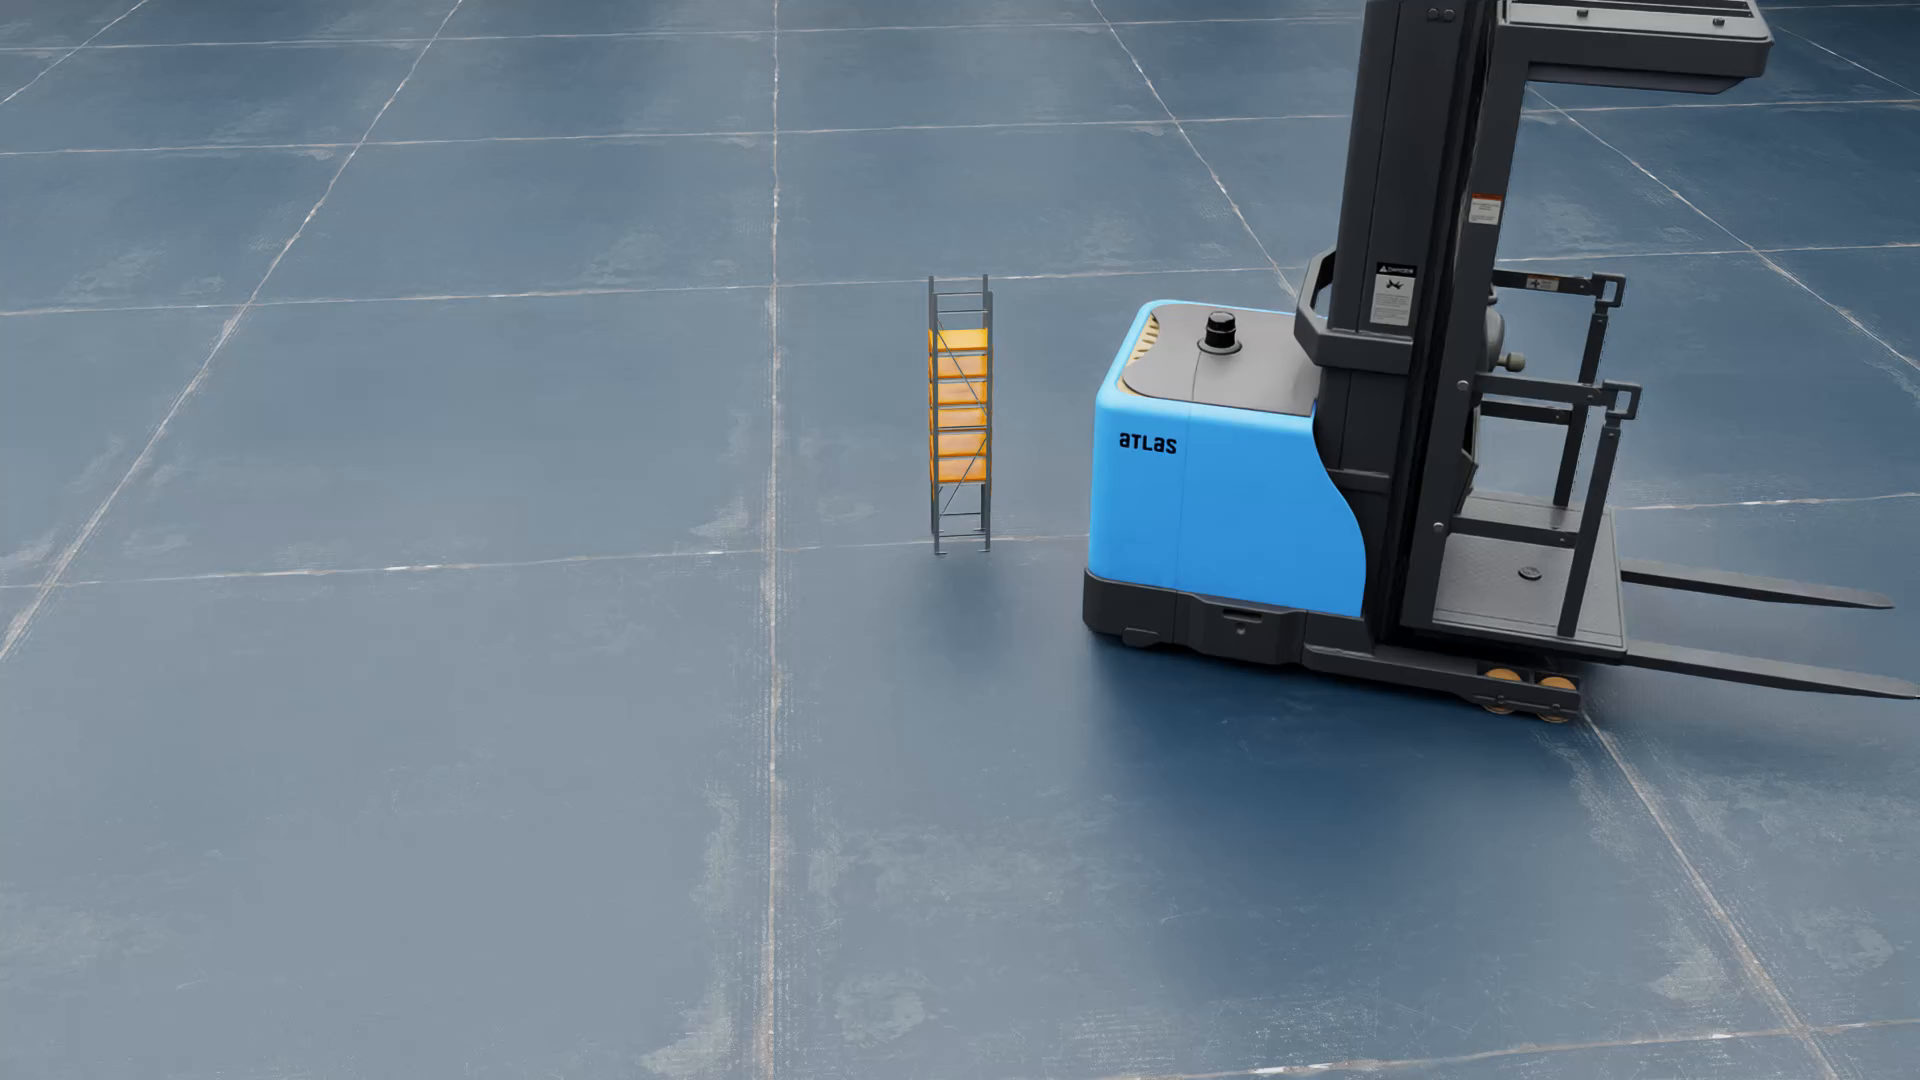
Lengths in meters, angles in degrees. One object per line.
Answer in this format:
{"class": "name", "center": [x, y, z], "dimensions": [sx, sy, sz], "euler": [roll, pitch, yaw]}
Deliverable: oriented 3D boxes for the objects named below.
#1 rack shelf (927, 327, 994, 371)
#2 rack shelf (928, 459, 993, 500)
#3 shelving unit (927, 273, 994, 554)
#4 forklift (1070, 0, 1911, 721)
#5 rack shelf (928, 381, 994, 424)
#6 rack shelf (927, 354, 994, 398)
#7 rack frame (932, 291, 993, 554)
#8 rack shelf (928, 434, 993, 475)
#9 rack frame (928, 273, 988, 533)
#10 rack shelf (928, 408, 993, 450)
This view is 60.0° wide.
{"class": "rack shelf", "center": [0.001, -0.779, 6.768], "dimensions": [0.258, 0.103, 0.180], "euler": [-3, 31, -5]}
{"class": "rack shelf", "center": [0.001, -0.264, 7.076], "dimensions": [0.258, 0.103, 0.180], "euler": [-3, 31, -5]}
{"class": "shelving unit", "center": [0.001, -0.508, 6.930], "dimensions": [0.258, 1.200, 0.189], "euler": [-3, 31, -5]}
{"class": "forklift", "center": [2.012, -0.897, 5.894], "dimensions": [3.031, 2.935, 1.130], "euler": [8, 32, 14]}
{"class": "rack shelf", "center": [0.001, -0.573, 6.891], "dimensions": [0.258, 0.103, 0.180], "euler": [-3, 31, -5]}
{"class": "rack shelf", "center": [0.001, -0.676, 6.830], "dimensions": [0.258, 0.103, 0.180], "euler": [-3, 31, -5]}
{"class": "rack frame", "center": [0.010, -0.461, 6.852], "dimensions": [0.240, 1.200, 0.006], "euler": [-3, 31, -5]}
{"class": "rack shelf", "center": [0.001, -0.367, 7.014], "dimensions": [0.258, 0.103, 0.180], "euler": [-3, 31, -5]}
{"class": "rack frame", "center": [-0.007, -0.554, 7.008], "dimensions": [0.240, 1.200, 0.006], "euler": [-3, 31, -5]}
{"class": "rack shelf", "center": [0.001, -0.470, 6.953], "dimensions": [0.258, 0.103, 0.180], "euler": [-3, 31, -5]}
